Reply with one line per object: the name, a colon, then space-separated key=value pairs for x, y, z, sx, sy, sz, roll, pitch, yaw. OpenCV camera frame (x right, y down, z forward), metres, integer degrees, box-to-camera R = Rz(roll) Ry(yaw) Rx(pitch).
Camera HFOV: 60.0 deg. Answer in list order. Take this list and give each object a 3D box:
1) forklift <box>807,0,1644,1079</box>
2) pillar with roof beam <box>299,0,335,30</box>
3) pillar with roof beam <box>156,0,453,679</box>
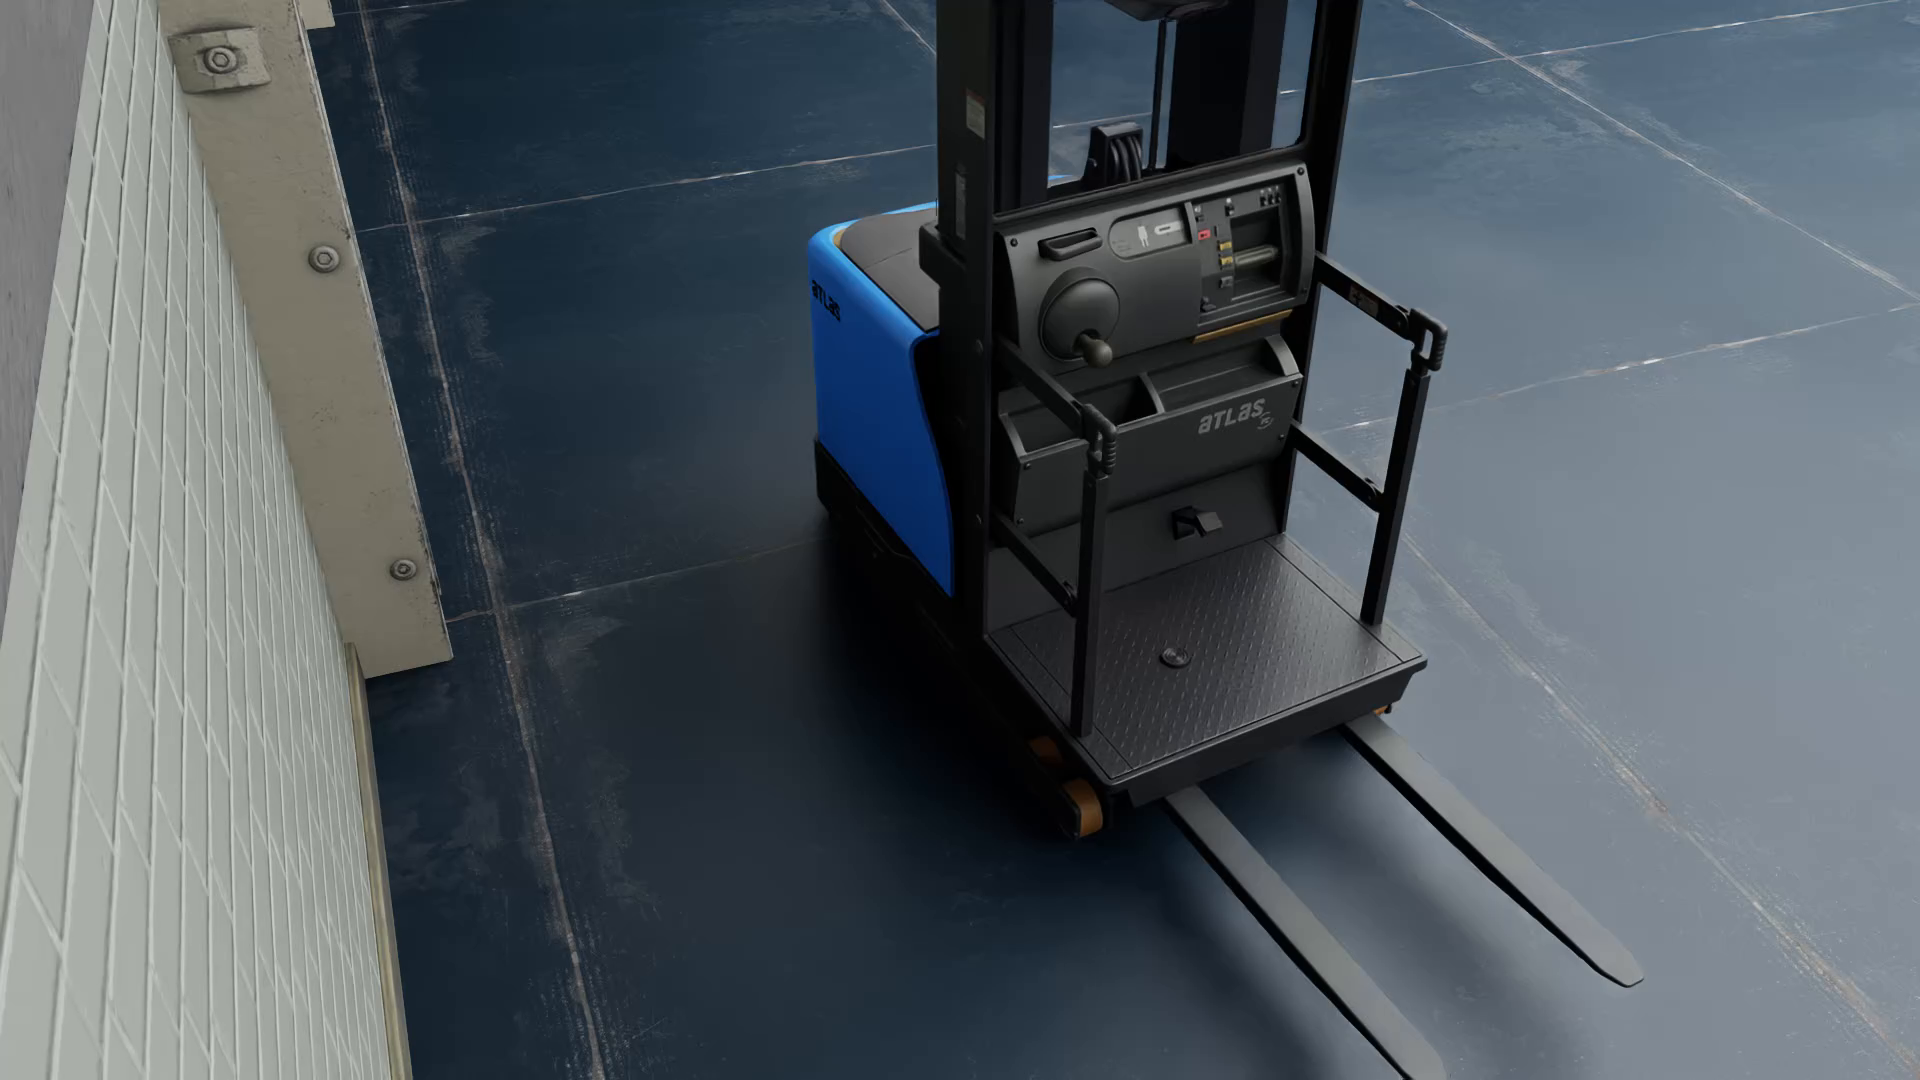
forklift: x=0.635 y=-0.652 z=4.179 sx=1.130 sy=2.935 sz=3.031 roll=-18 pitch=40 yaw=-22
pillar with roof beam: x=0.164 y=-7.580 z=8.333 sx=9.100 sy=9.000 sz=0.400 roll=-12 pitch=39 yaw=-16
pillar with roof beam: x=2.229 y=-4.190 z=3.833 sx=9.100 sy=9.000 sz=0.400 roll=-12 pitch=39 yaw=-16
